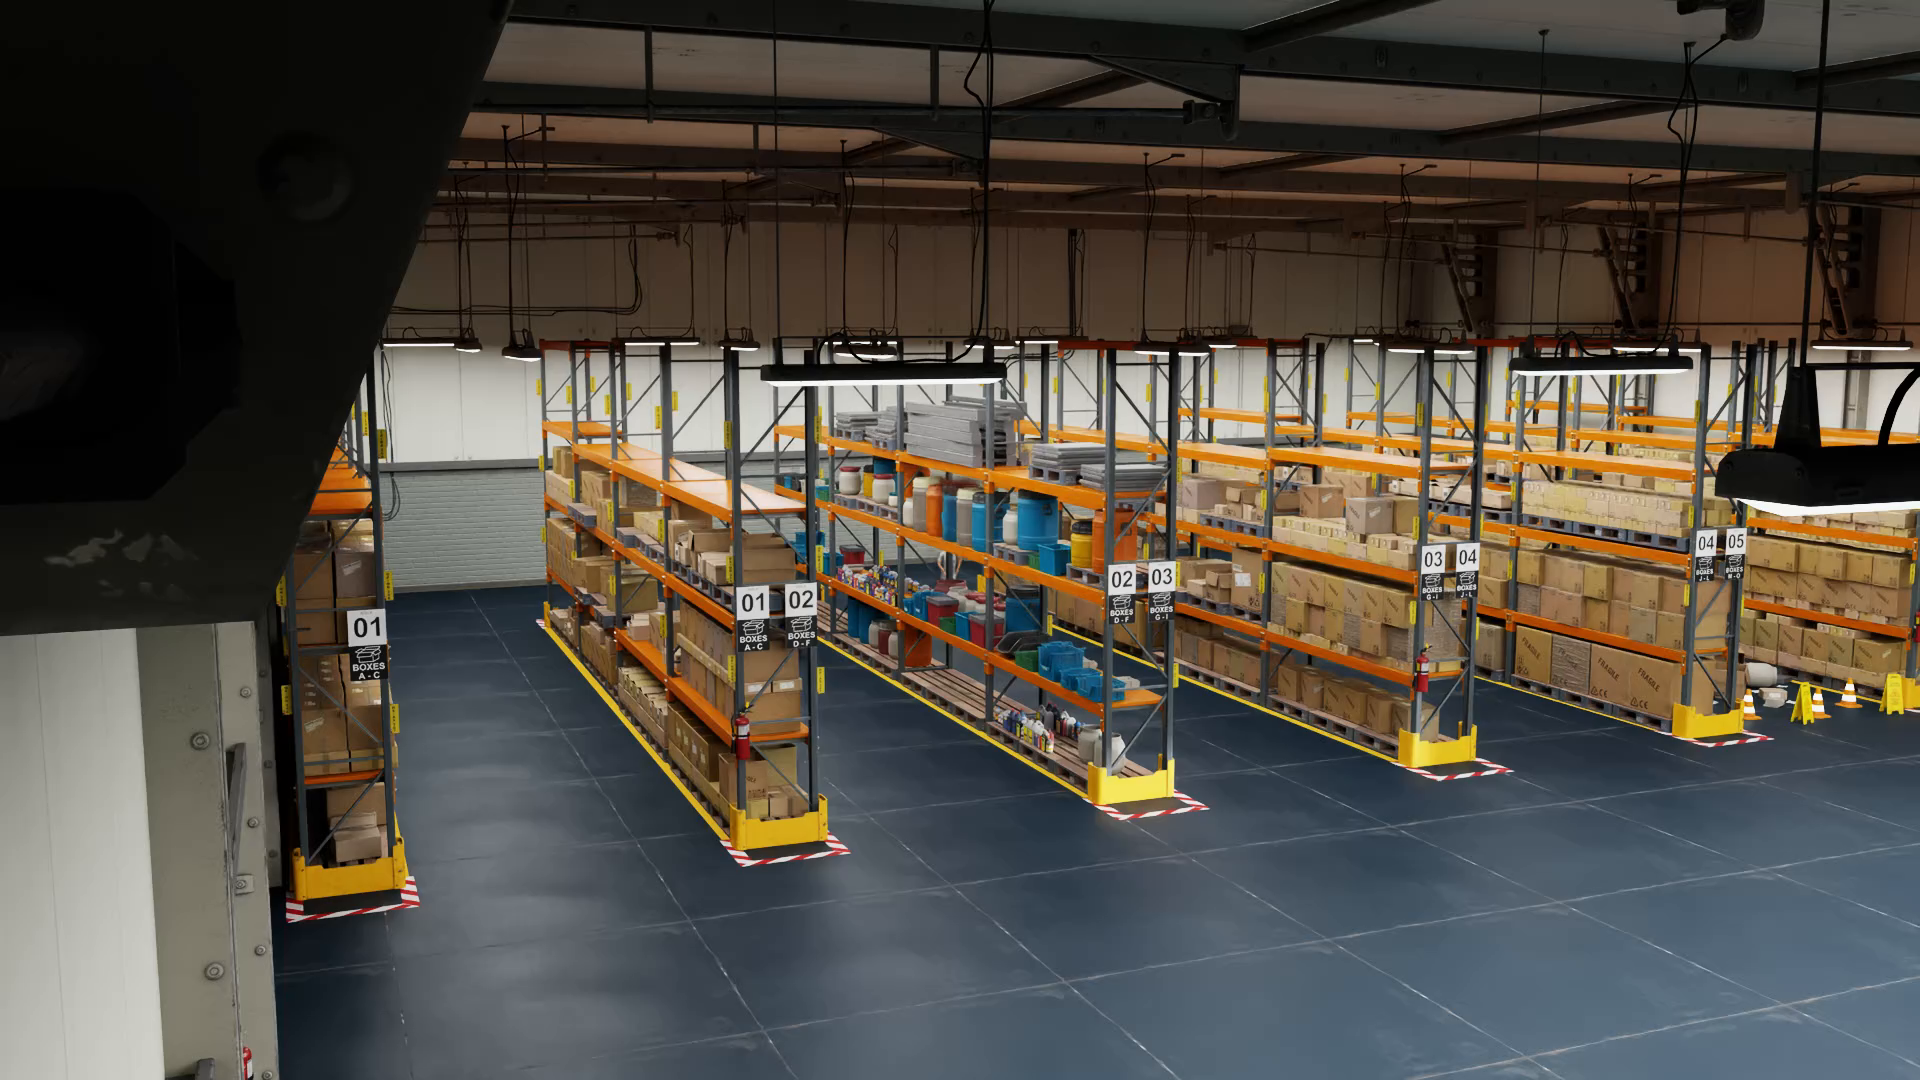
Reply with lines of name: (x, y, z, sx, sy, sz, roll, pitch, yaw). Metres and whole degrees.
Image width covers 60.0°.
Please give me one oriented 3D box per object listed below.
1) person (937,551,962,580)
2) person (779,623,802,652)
person: (-0.235, 0.759, 36.888, 0.597, 1.580, 0.696, -2, 8, -13)
person: (-3.319, 1.367, 31.990, 0.541, 1.645, 0.493, 0, 7, 3)
